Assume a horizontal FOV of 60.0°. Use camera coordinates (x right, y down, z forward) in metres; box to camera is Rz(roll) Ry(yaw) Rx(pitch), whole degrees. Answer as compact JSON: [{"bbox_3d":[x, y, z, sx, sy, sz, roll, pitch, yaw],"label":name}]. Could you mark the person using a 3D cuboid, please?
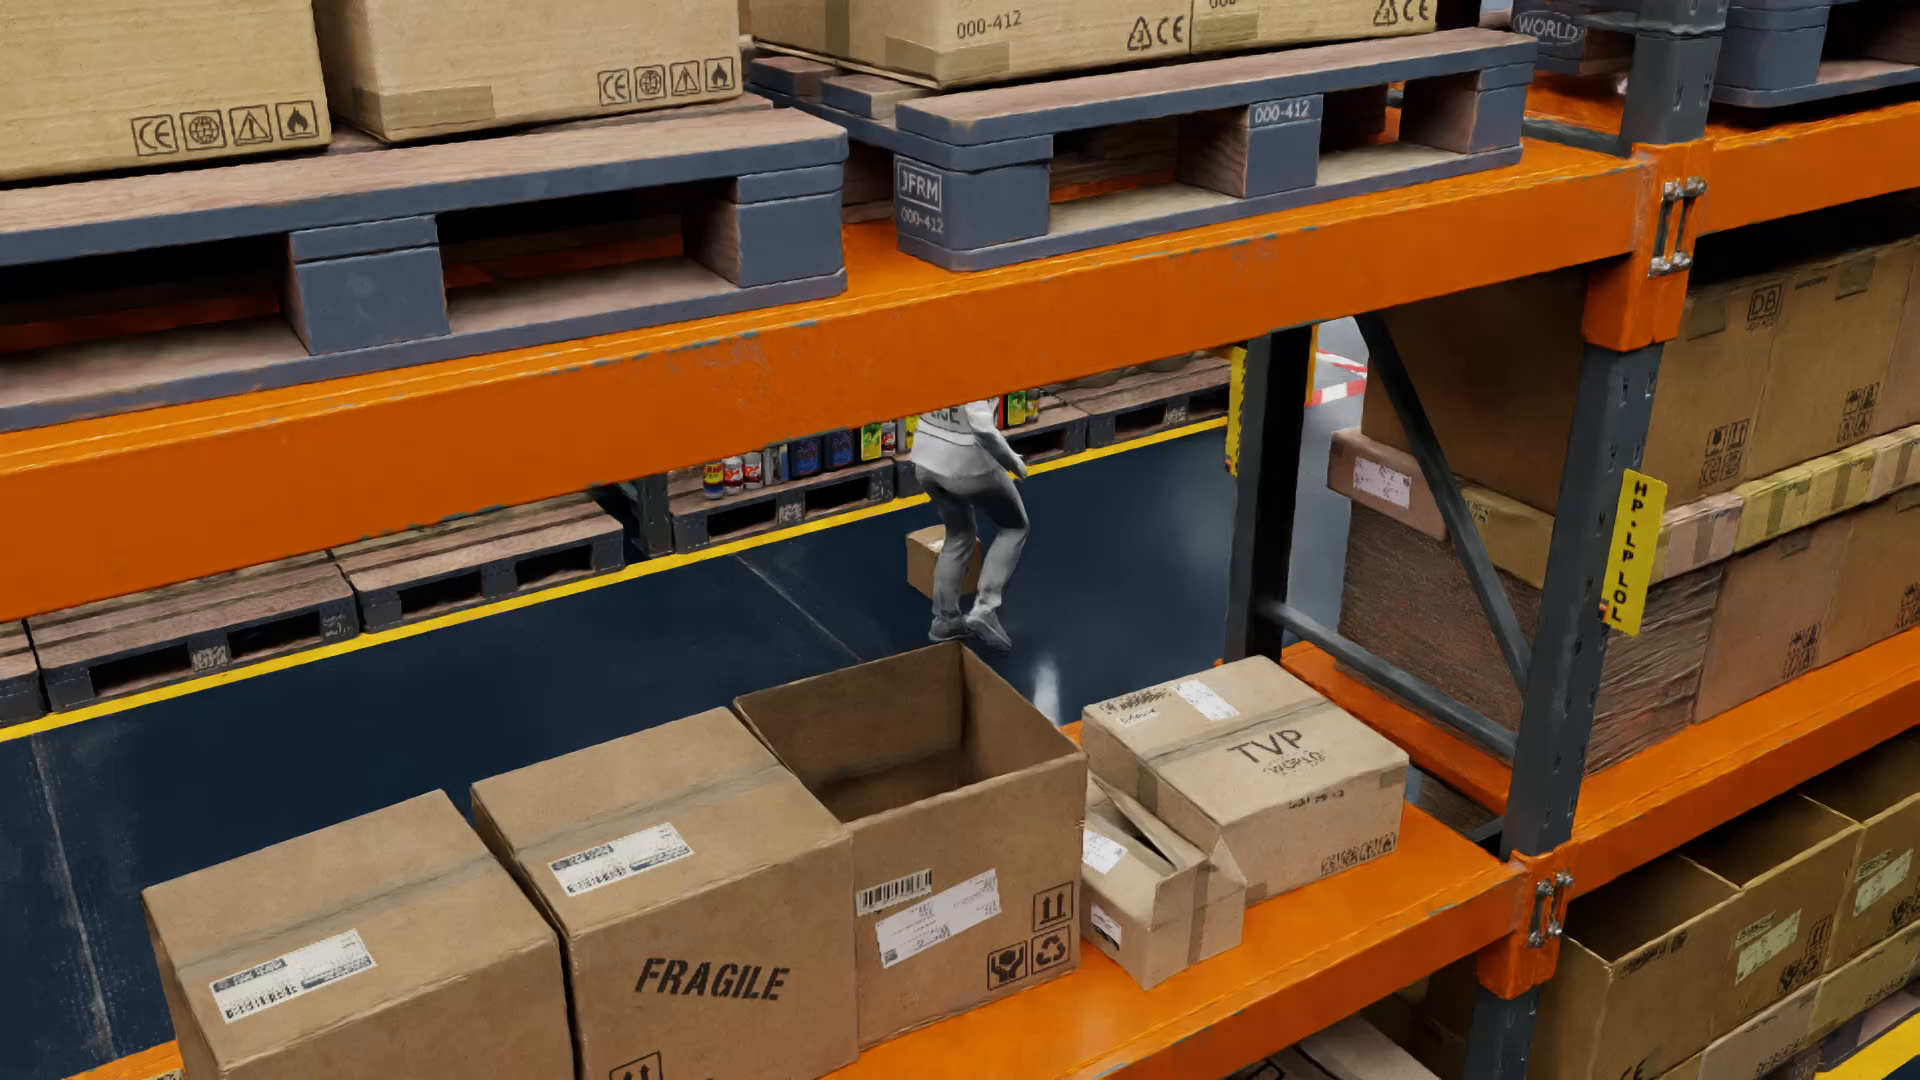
[{"bbox_3d":[0.011,-0.329,6.816,0.655,1.667,0.468,20,32,36],"label":"person"}]
